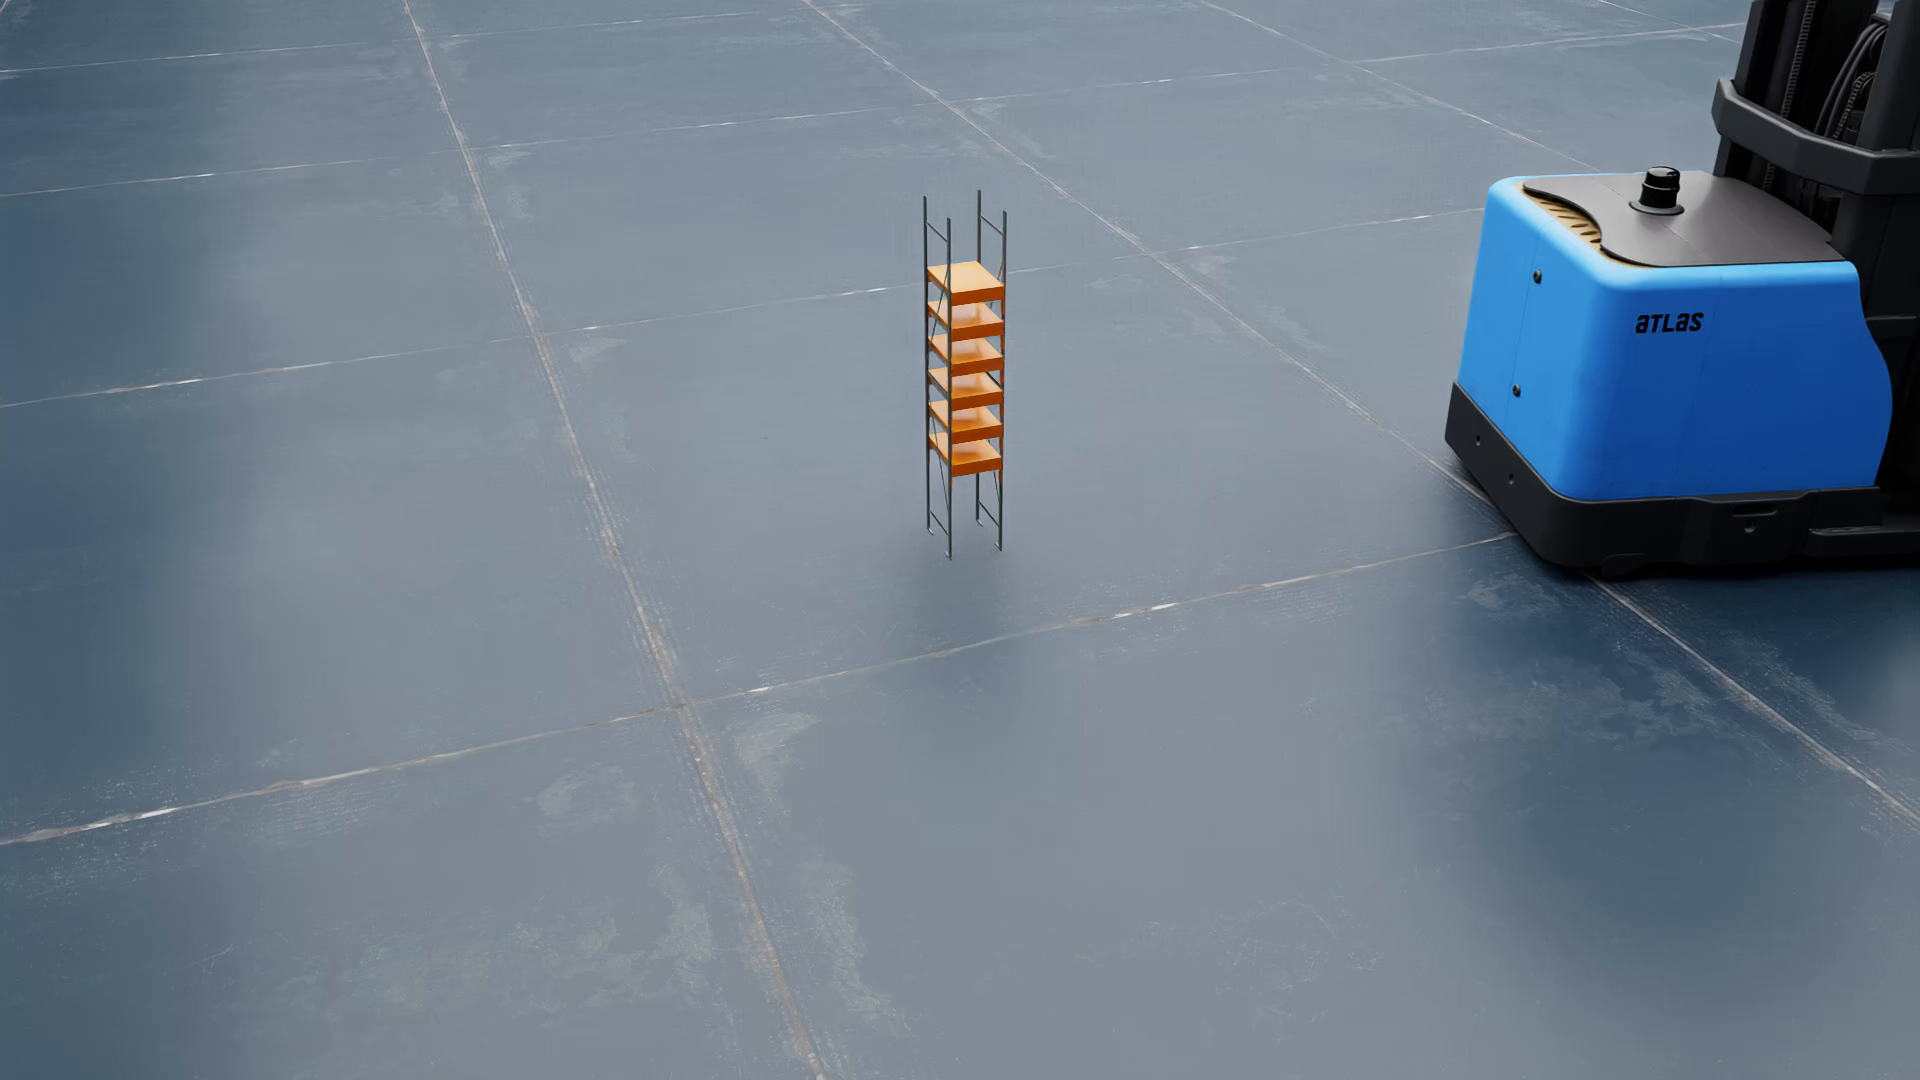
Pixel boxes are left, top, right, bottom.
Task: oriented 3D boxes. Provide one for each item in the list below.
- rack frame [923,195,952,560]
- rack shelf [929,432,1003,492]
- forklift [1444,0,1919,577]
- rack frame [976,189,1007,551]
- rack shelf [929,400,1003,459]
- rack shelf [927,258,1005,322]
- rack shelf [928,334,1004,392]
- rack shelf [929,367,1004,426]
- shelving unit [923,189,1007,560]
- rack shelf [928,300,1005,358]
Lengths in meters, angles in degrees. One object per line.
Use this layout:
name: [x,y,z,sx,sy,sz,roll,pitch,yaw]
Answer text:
rack frame: [-0.072,-0.508,5.430,0.006,1.200,0.240,-10,31,-18]
rack shelf: [0.014,-0.277,5.598,0.180,0.103,0.258,-10,31,-18]
forklift: [3.378,-1.454,5.341,3.031,2.935,1.130,-3,30,-5]
rack frame: [0.099,-0.540,5.485,0.006,1.200,0.240,-10,31,-18]
rack shelf: [0.014,-0.381,5.539,0.180,0.103,0.258,-10,31,-18]
rack shelf: [0.014,-0.798,5.301,0.180,0.103,0.258,-10,31,-18]
rack shelf: [0.014,-0.589,5.420,0.180,0.103,0.258,-10,31,-18]
rack shelf: [0.014,-0.485,5.479,0.180,0.103,0.258,-10,31,-18]
shelving unit: [0.014,-0.524,5.457,0.189,1.200,0.258,-10,31,-18]
rack shelf: [0.014,-0.694,5.361,0.180,0.103,0.258,-10,31,-18]
